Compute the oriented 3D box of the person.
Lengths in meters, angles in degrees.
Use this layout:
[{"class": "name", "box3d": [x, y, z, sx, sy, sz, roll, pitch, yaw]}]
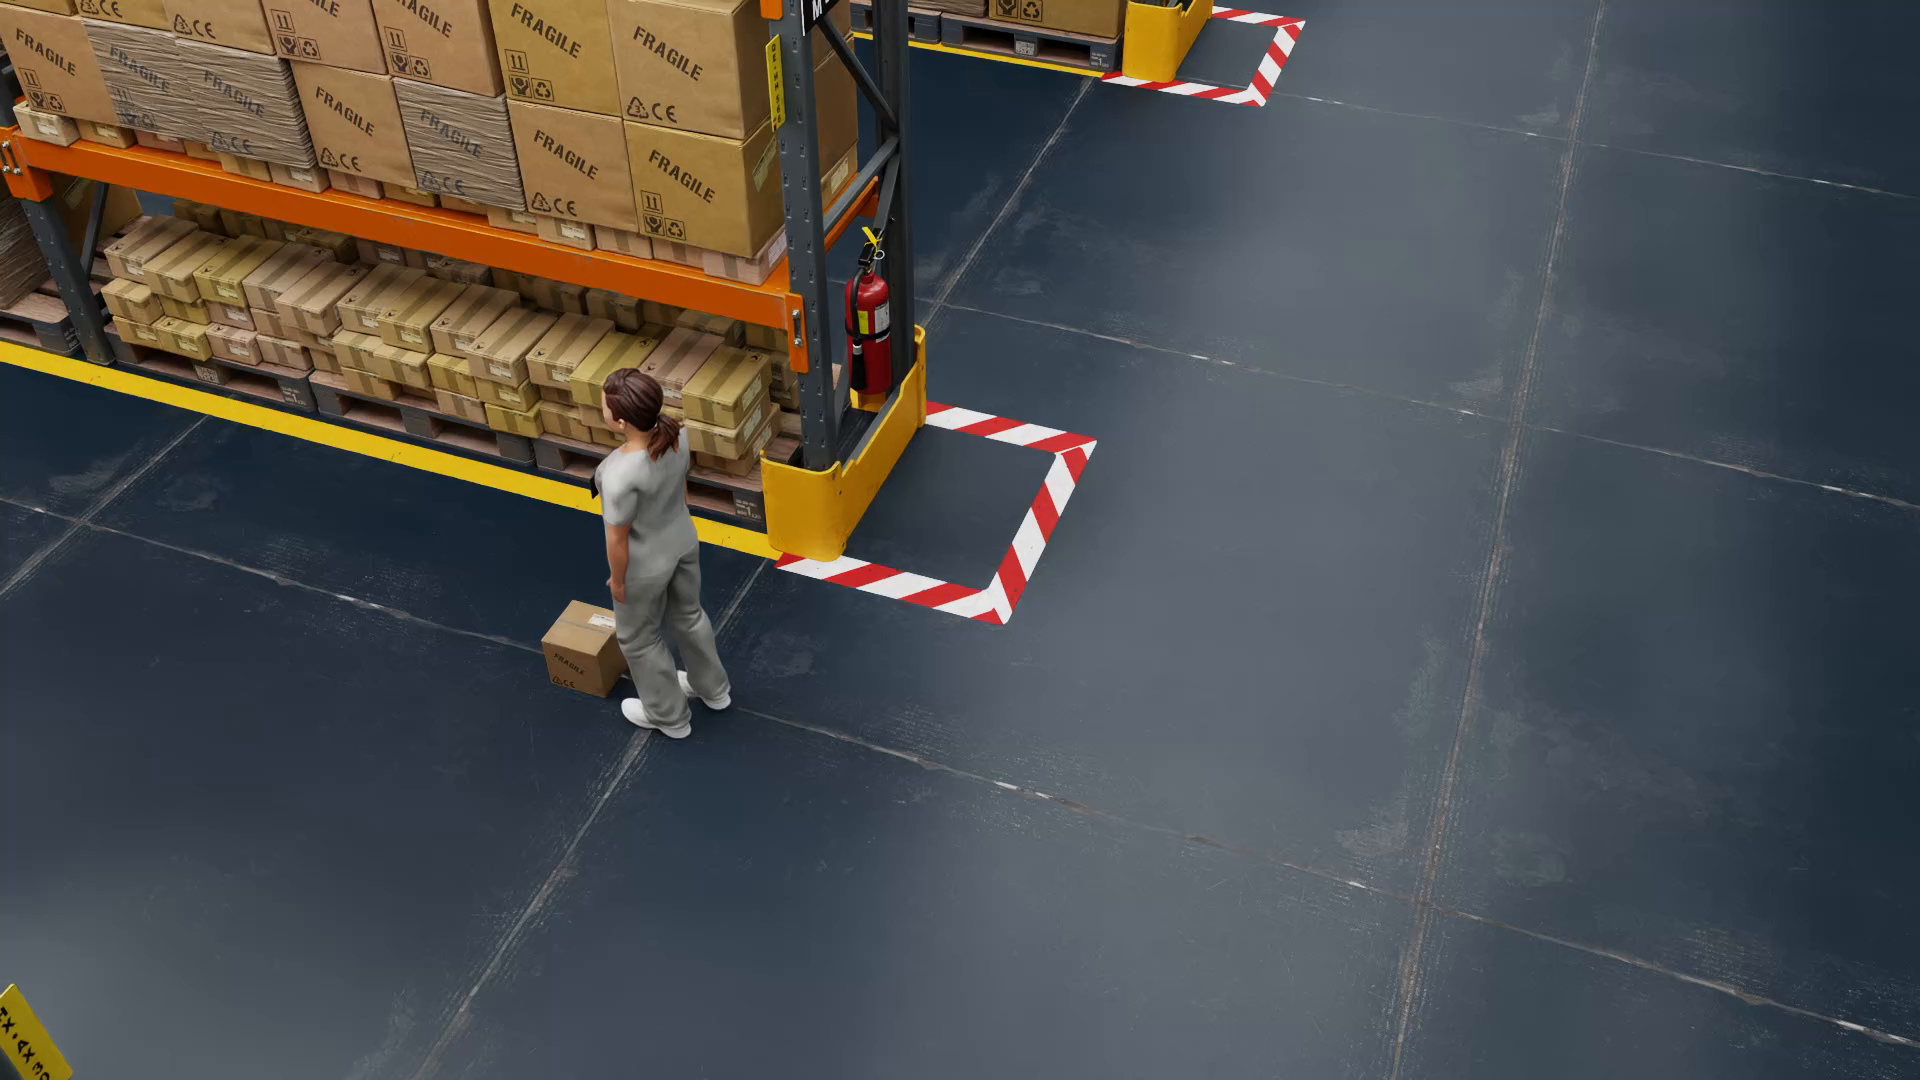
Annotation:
[{"class": "person", "box3d": [-1.122, 0.064, 6.096, 0.383, 1.668, 0.437, 21, 46, 22]}]
